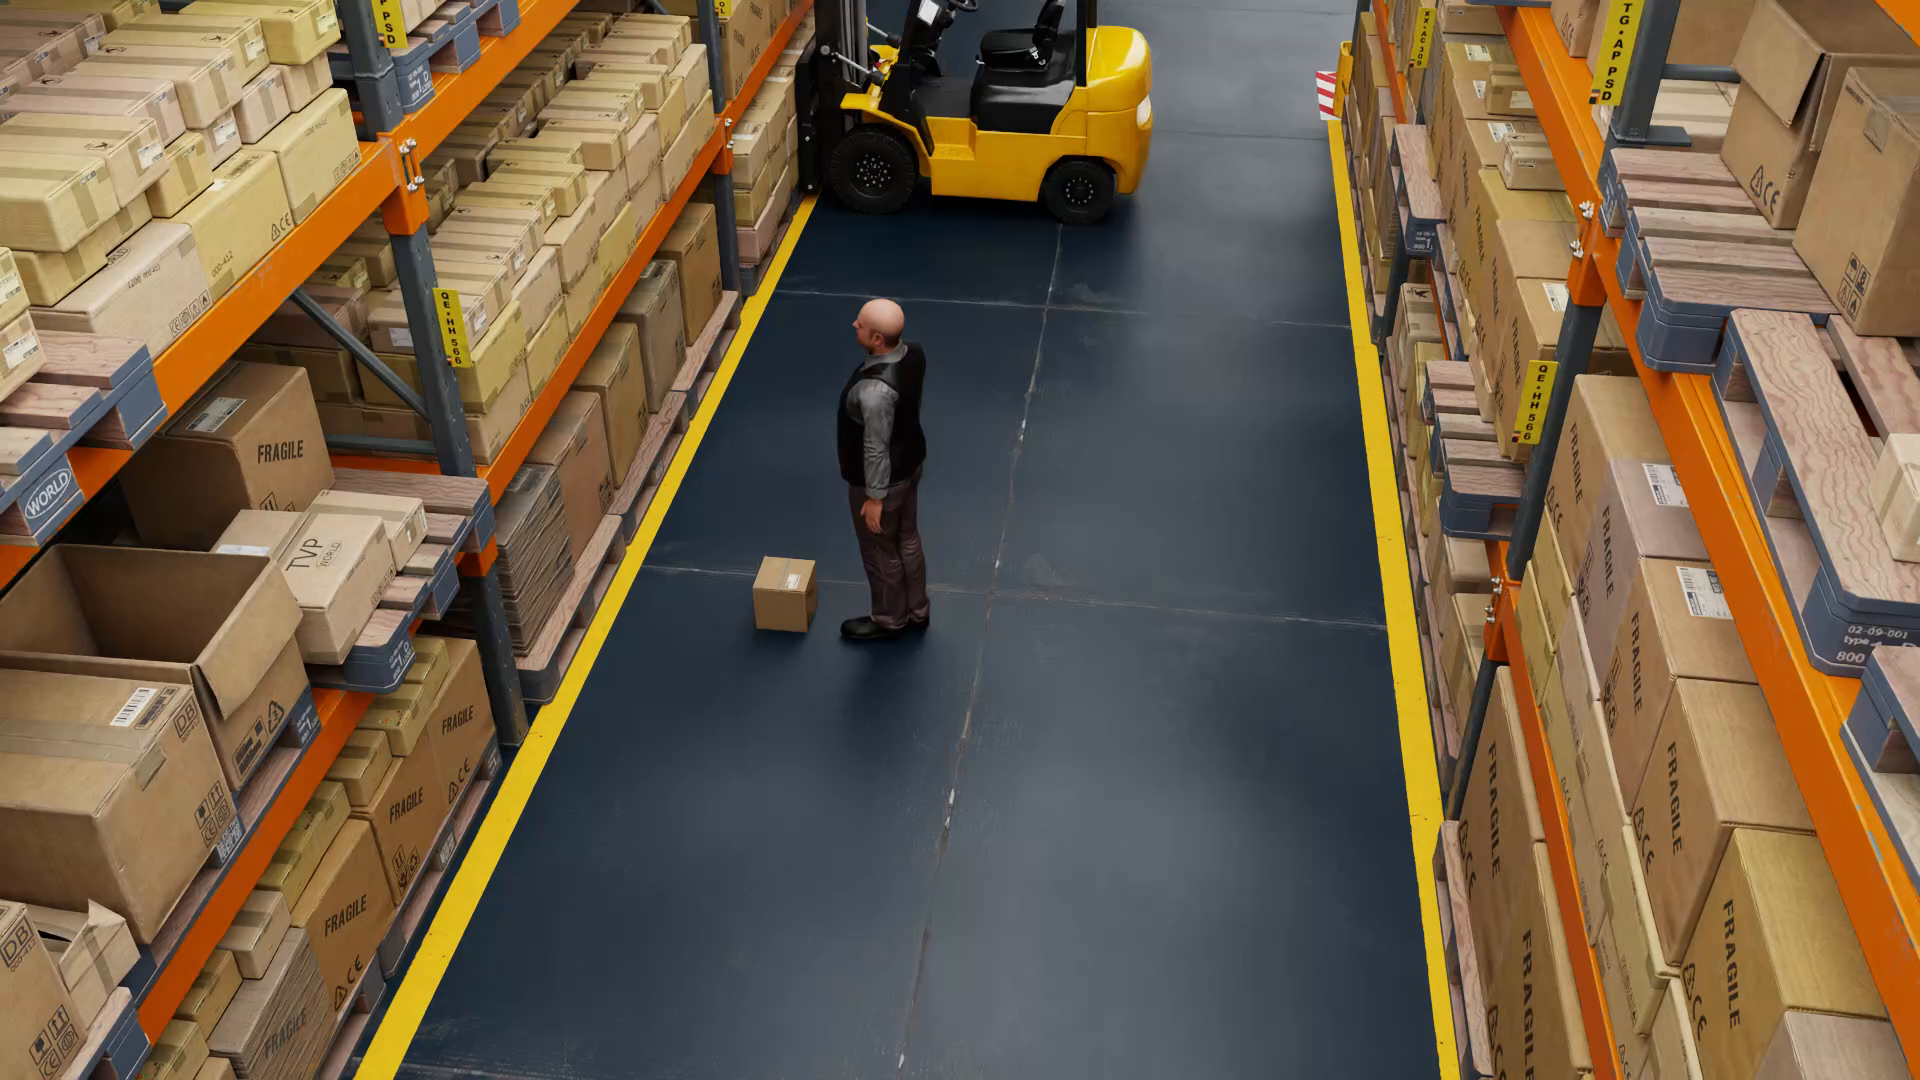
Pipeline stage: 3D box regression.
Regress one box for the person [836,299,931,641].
[{"bbox_3d":[-0.330,-0.312,7.467,0.384,1.721,0.593,13,38,17],"label":"person"}]
